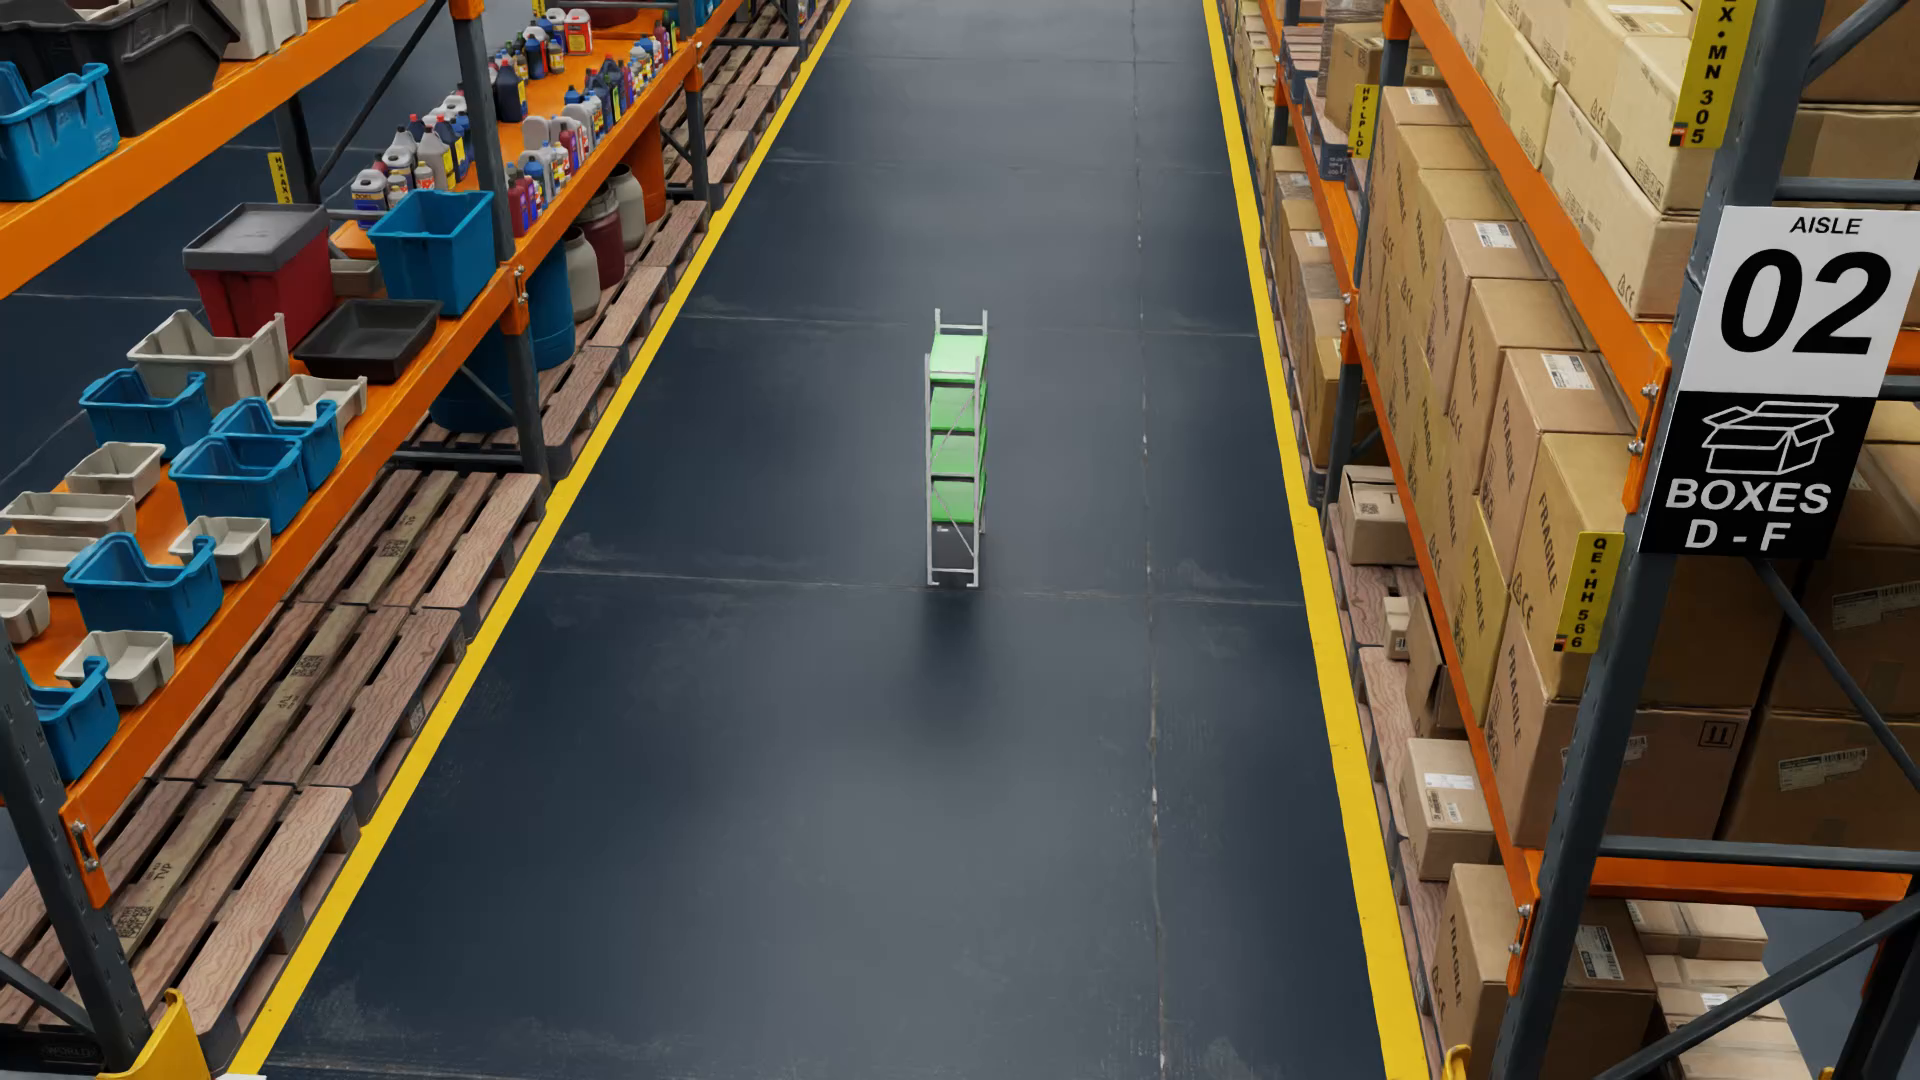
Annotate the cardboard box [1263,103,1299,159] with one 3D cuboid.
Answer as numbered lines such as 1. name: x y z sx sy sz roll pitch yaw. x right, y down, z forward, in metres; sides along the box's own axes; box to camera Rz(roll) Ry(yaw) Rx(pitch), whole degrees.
1. cardboard box: 2.431 -2.930 11.832 0.500 0.311 0.500 3 32 5

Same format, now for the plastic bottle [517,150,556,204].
1. plastic bottle: -2.182 -1.885 8.568 0.152 0.276 0.135 2 32 4

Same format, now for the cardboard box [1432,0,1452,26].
1. cardboard box: 1.977 -2.016 5.946 0.500 0.250 0.500 2 32 4

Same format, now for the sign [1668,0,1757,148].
1. sign: 1.431 -0.904 3.155 0.100 0.325 0.005 2 32 4

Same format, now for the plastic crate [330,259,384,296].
1. plastic crate: -2.809 -1.197 7.528 0.396 0.136 0.243 2 32 4

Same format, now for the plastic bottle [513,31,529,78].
1. plastic bottle: -2.754 -3.040 10.436 0.061 0.283 0.133 2 32 4

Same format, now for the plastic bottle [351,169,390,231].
1. plastic bottle: -2.919 -1.688 8.248 0.152 0.276 0.135 2 32 4

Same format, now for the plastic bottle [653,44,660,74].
1. plastic bottle: -1.965 -3.067 10.557 0.097 0.201 0.097 0 32 0

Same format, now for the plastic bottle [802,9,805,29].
1. plastic bottle: -1.506 -4.901 15.592 0.097 0.201 0.097 0 32 0

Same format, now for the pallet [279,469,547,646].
1. pallet: -2.650 0.052 7.964 1.003 0.211 1.213 2 32 4

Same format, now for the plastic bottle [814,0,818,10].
1. plastic bottle: -1.428 -5.323 16.198 0.061 0.283 0.133 4 32 6

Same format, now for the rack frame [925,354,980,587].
1. rack frame: -0.033 -0.297 7.588 0.240 1.200 0.015 2 32 4

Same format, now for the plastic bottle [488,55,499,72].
1. plastic bottle: -2.800 -2.748 9.962 0.061 0.283 0.133 2 32 4

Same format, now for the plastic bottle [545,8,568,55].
1. plastic bottle: -2.660 -3.347 10.941 0.152 0.276 0.135 2 32 4

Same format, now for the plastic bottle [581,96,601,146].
1. plastic bottle: -2.080 -2.357 9.338 0.097 0.271 0.097 0 32 0

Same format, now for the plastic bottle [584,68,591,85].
1. plastic bottle: -2.163 -2.645 9.794 0.061 0.283 0.133 2 32 4

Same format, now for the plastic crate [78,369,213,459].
1. plastic crate: -3.043 -0.469 6.254 0.416 0.233 0.300 2 32 4

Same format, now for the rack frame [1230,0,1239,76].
1. rack frame: 2.959 -5.491 14.301 1.000 3.000 0.127 2 32 4

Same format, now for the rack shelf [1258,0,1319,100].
1. rack shelf: 2.796 -4.139 12.792 1.077 0.370 4.000 2 32 4

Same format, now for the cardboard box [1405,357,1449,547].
1. cardboard box: 1.873 -0.300 5.782 0.500 0.500 0.500 2 32 3

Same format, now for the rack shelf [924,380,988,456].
1. rack shelf: -0.013 -0.574 7.702 0.258 0.148 0.480 2 32 4

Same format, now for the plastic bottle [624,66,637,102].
1. plastic bottle: -2.013 -2.762 10.062 0.097 0.201 0.097 0 32 0

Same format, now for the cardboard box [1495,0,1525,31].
1. cardboard box: 1.889 -1.706 4.966 0.500 0.250 0.500 2 32 4

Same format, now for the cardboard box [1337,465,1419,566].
1. cardboard box: 2.058 -0.140 7.761 0.500 0.311 0.500 2 32 4

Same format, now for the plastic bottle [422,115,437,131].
1. plastic bottle: -2.848 -2.143 8.986 0.152 0.276 0.135 2 32 4

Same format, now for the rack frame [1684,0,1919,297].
1. rack frame: 1.982 -1.770 2.545 1.000 3.000 0.127 2 32 4

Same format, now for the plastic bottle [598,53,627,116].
1. plastic bottle: -2.058 -2.683 9.791 0.144 0.351 0.185 2 32 4

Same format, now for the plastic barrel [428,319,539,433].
1. plastic barrel: -2.567 -1.090 8.760 0.600 0.901 0.708 2 32 4

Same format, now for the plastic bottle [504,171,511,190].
1. plastic bottle: -2.274 -1.691 8.183 0.144 0.351 0.185 2 32 4

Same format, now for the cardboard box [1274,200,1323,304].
1. cardboard box: 2.229 -1.760 10.211 0.500 0.500 0.500 2 32 3

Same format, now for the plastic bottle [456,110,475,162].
1. plastic bottle: -2.711 -2.216 9.109 0.097 0.271 0.097 0 32 0

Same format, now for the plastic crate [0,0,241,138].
1. plastic crate: -2.556 -1.467 4.972 0.504 0.338 0.767 2 32 4

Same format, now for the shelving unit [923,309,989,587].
1. shelving unit: -0.013 -0.424 7.795 0.258 1.200 0.503 2 32 4

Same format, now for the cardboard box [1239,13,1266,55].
1. cardboard box: 2.631 -4.271 14.007 0.500 0.311 0.500 2 32 3

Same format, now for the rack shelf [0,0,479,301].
1. rack shelf: -2.792 -1.446 5.564 1.077 0.370 4.000 2 32 4

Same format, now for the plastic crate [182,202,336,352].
1. plastic crate: -2.951 -1.118 7.086 0.402 0.464 0.583 2 32 4

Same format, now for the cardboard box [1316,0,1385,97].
1. cardboard box: 2.430 -2.816 9.465 0.700 0.500 0.500 8 33 13

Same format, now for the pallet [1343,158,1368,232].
1. pallet: 2.482 -1.639 8.233 1.003 0.211 1.213 2 32 4

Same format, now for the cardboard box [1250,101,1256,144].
1. cardboard box: 2.516 -3.225 12.845 0.500 0.250 0.500 3 32 5

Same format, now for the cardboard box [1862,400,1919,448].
1. cardboard box: 2.316 -0.179 4.632 0.500 0.500 0.500 3 32 4

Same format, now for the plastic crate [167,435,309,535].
1. plastic crate: -2.499 -0.187 5.797 0.416 0.233 0.300 2 32 4

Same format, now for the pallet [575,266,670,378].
1. pallet: -2.428 -1.375 10.280 1.003 0.211 1.213 2 32 4

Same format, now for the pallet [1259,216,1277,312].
1. pallet: 2.535 -1.823 11.007 1.003 0.211 1.213 2 32 4

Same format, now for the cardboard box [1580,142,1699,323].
1. cardboard box: 1.761 -0.709 3.825 0.500 0.250 0.500 2 32 4

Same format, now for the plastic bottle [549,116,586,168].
1. plastic bottle: -2.136 -2.178 9.044 0.152 0.276 0.135 2 32 4

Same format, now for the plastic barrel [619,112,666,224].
1. plastic barrel: -2.326 -2.611 11.296 0.600 0.830 0.708 2 32 4

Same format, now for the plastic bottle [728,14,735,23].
1. plastic bottle: -2.212 -5.113 15.793 0.144 0.351 0.185 2 32 3

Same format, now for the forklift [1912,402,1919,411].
1. forklift: 5.391 -0.879 6.883 3.031 2.935 1.130 4 32 6

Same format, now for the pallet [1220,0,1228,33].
1. pallet: 3.162 -5.357 16.742 1.003 0.211 1.213 2 32 4

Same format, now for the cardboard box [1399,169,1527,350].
1. cardboard box: 1.905 -1.003 5.970 0.500 0.500 0.500 2 32 3

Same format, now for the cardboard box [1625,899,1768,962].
1. cardboard box: 2.350 1.234 5.591 0.500 0.250 0.500 2 32 4
